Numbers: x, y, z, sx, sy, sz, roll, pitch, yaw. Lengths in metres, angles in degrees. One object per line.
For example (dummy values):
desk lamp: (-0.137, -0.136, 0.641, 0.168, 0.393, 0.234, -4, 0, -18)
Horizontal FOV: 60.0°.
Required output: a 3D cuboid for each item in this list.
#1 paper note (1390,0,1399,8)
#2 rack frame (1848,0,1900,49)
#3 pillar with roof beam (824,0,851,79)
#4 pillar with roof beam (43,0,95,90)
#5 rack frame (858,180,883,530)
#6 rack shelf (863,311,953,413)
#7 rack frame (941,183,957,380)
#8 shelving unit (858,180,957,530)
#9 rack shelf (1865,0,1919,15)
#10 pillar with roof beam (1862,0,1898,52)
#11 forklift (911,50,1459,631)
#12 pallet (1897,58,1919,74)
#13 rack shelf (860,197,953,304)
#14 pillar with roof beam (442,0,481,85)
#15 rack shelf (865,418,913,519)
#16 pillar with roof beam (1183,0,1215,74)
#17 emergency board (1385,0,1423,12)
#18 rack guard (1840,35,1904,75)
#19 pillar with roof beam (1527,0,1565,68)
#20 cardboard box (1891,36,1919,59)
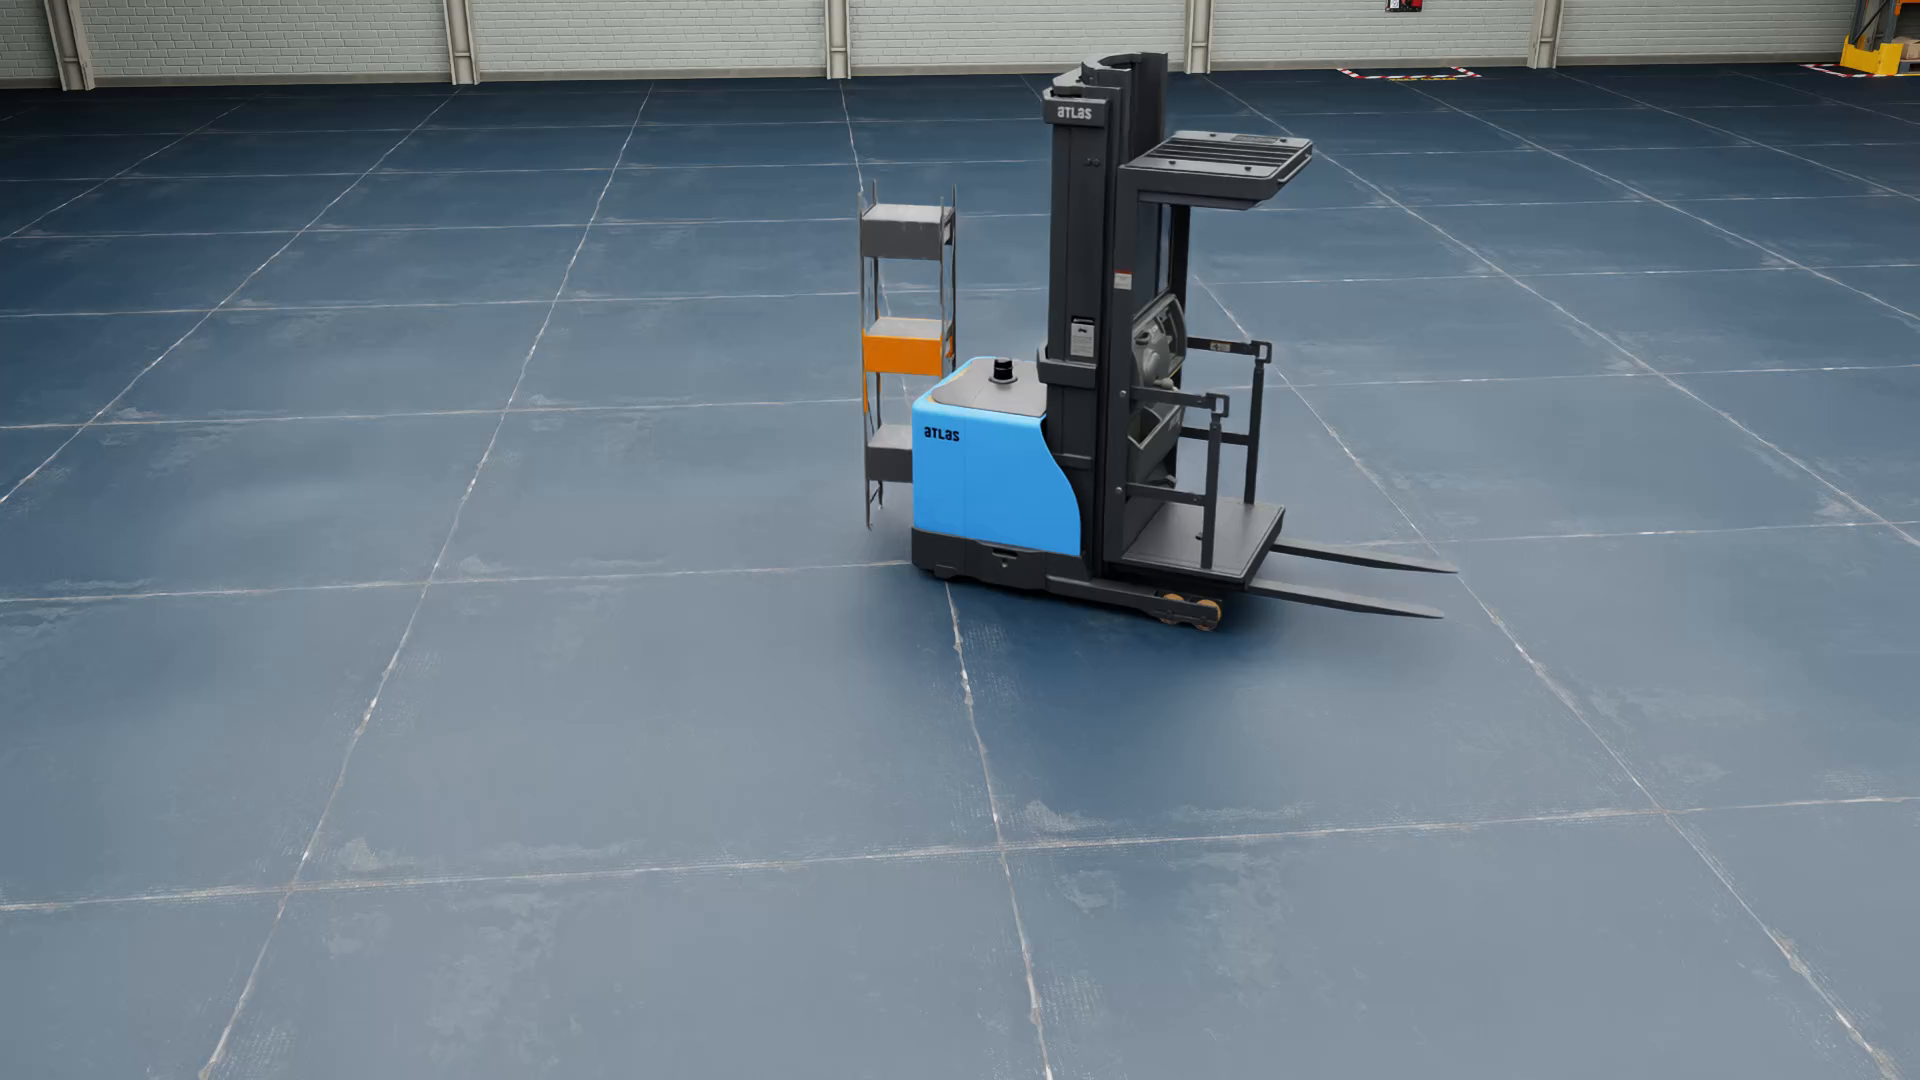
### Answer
paper note: (7.298, -9.007, 27.907, 0.142, 0.148, 0.016, -2, 24, -5)
rack frame: (15.304, -9.334, 27.557, 0.127, 3.000, 1.000, -2, 24, -5)
pillar with roof beam: (-1.574, -9.995, 21.657, 0.400, 9.000, 9.100, -2, 24, -5)
pillar with roof beam: (-13.516, -9.516, 20.579, 0.400, 9.000, 9.100, -2, 24, -5)
rack frame: (-0.545, -1.104, 10.148, 0.015, 2.100, 0.400, 4, 24, 10)
rack shelf: (-0.305, -1.073, 10.112, 0.480, 0.518, 0.431, 4, 24, 10)
rack frame: (-0.065, -1.067, 10.066, 0.015, 2.100, 0.400, 4, 24, 10)
shelving unit: (-0.305, -1.085, 10.107, 0.503, 2.100, 0.431, 4, 24, 10)
rack shelf: (17.294, -9.085, 27.883, 4.000, 0.370, 1.077, -2, 24, -5)
pillar with roof beam: (16.338, -10.713, 23.274, 0.400, 9.000, 9.100, -2, 24, -5)
forklift: (1.280, -1.087, 9.086, 3.031, 2.935, 1.130, 10, 26, 20)
pallet: (16.191, -8.081, 28.171, 1.213, 0.211, 1.003, -2, 24, -5)
rack shelf: (-0.305, -1.713, 9.828, 0.480, 0.518, 0.431, 4, 24, 10)
pillar with roof beam: (-7.545, -9.755, 21.118, 0.400, 9.000, 9.100, -2, 24, -5)
rack shelf: (-0.305, -0.433, 10.397, 0.480, 0.518, 0.431, 4, 24, 10)
pillar with roof beam: (4.397, -10.234, 22.196, 0.400, 9.000, 9.100, -2, 24, -5)
emergency board: (7.481, -9.389, 27.681, 0.643, 1.169, 0.194, -2, 24, -5)
rack guard: (15.379, -8.195, 28.072, 0.348, 0.500, 1.175, -2, 24, -5)
pillar with roof beam: (10.368, -10.474, 22.735, 0.400, 9.000, 9.100, -2, 24, -5)
cardboard box: (16.001, -8.298, 27.995, 0.500, 0.311, 0.500, -5, 24, -11)
